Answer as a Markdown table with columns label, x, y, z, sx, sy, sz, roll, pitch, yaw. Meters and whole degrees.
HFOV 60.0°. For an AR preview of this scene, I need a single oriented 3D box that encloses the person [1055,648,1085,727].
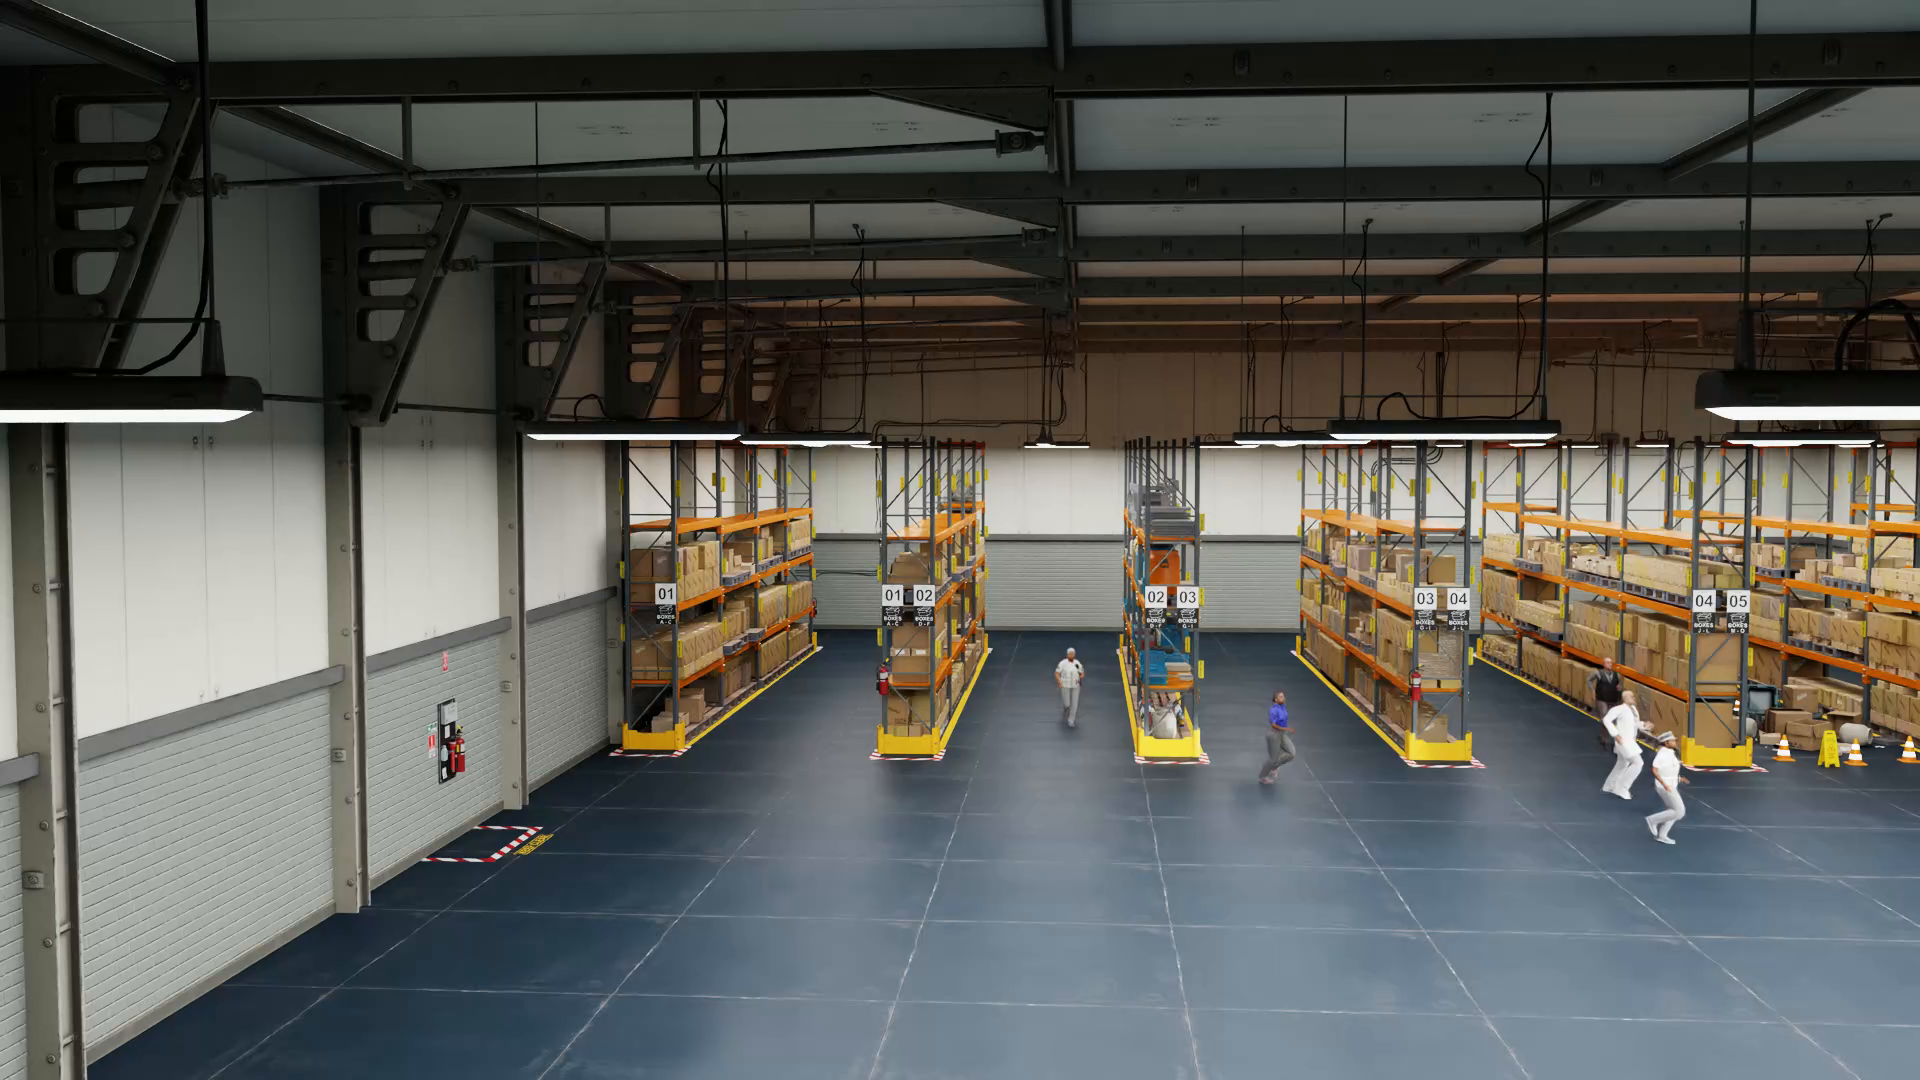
| label | x | y | z | sx | sy | sz | roll | pitch | yaw |
| --- | --- | --- | --- | --- | --- | --- | --- | --- | --- |
| person | 2.296 | 3.058 | 34.674 | 0.622 | 1.620 | 0.566 | 0 | 3 | -7 |

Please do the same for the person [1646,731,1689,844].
| label | x | y | z | sx | sy | sz | roll | pitch | yaw |
| --- | --- | --- | --- | --- | --- | --- | --- | --- | --- |
| person | 10.335 | 3.606 | 24.272 | 0.558 | 1.659 | 0.582 | 2 | 3 | 29 |

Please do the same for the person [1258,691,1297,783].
| label | x | y | z | sx | sy | sz | roll | pitch | yaw |
| --- | --- | --- | --- | --- | --- | --- | --- | --- | --- |
| person | 5.487 | 3.388 | 28.536 | 0.730 | 1.597 | 0.594 | 3 | 4 | 42 |

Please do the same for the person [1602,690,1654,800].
| label | x | y | z | sx | sy | sz | roll | pitch | yaw |
| --- | --- | --- | --- | --- | --- | --- | --- | --- | --- |
| person | 11.022 | 3.384 | 27.447 | 0.783 | 1.818 | 0.670 | 3 | 4 | 40 |

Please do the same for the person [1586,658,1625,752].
| label | x | y | z | sx | sy | sz | roll | pitch | yaw |
| --- | --- | --- | --- | --- | --- | --- | --- | --- | --- |
| person | 12.448 | 3.148 | 32.022 | 0.647 | 1.770 | 0.793 | 0 | 3 | -3 |
